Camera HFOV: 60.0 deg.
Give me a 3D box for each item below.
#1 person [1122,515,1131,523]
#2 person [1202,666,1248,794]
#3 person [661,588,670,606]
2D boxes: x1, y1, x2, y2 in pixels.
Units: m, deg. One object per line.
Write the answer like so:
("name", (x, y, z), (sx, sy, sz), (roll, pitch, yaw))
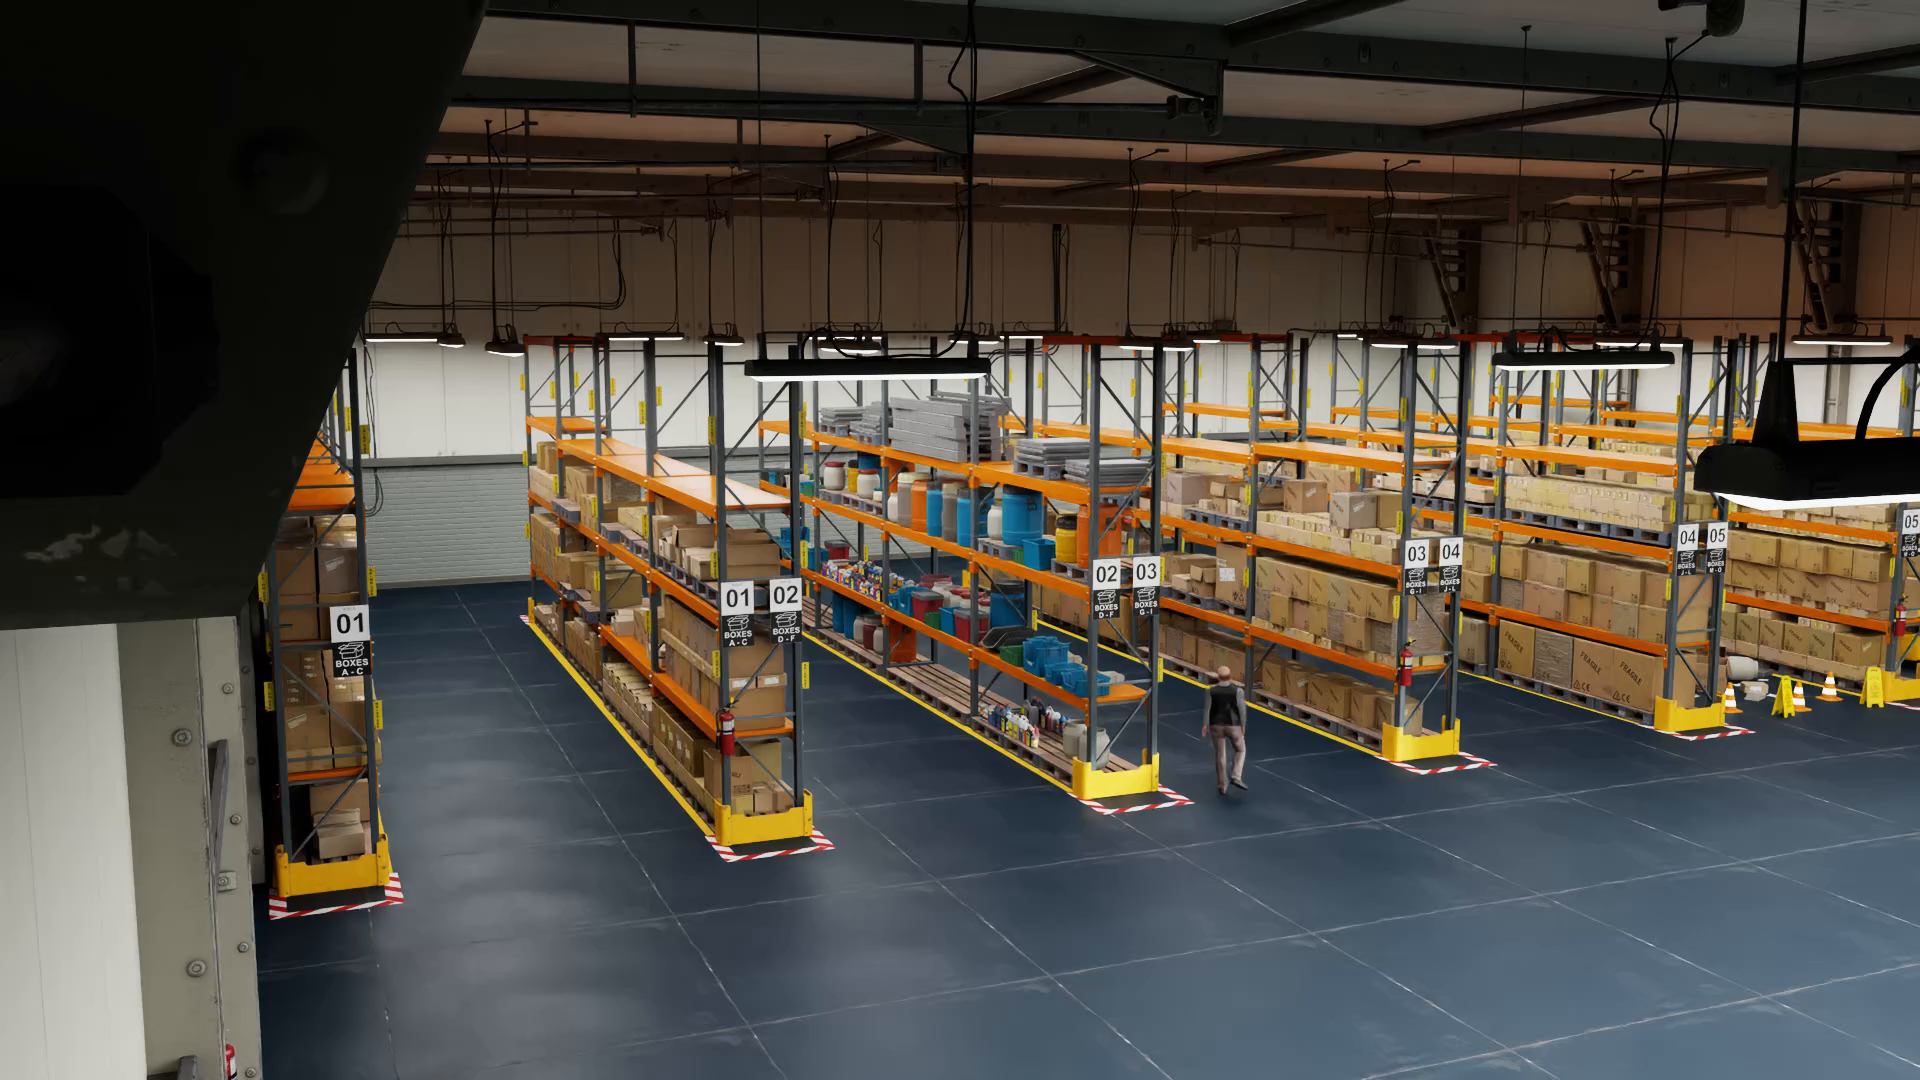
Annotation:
("person", (3.899, 0.114, 40.590), (0.580, 1.798, 0.592), (4, 9, 30))
("person", (3.559, 2.523, 22.277), (0.646, 1.702, 0.469), (2, 8, 17))
("person", (-5.728, 1.243, 32.047), (0.466, 1.567, 1.082), (-4, 8, -26))
